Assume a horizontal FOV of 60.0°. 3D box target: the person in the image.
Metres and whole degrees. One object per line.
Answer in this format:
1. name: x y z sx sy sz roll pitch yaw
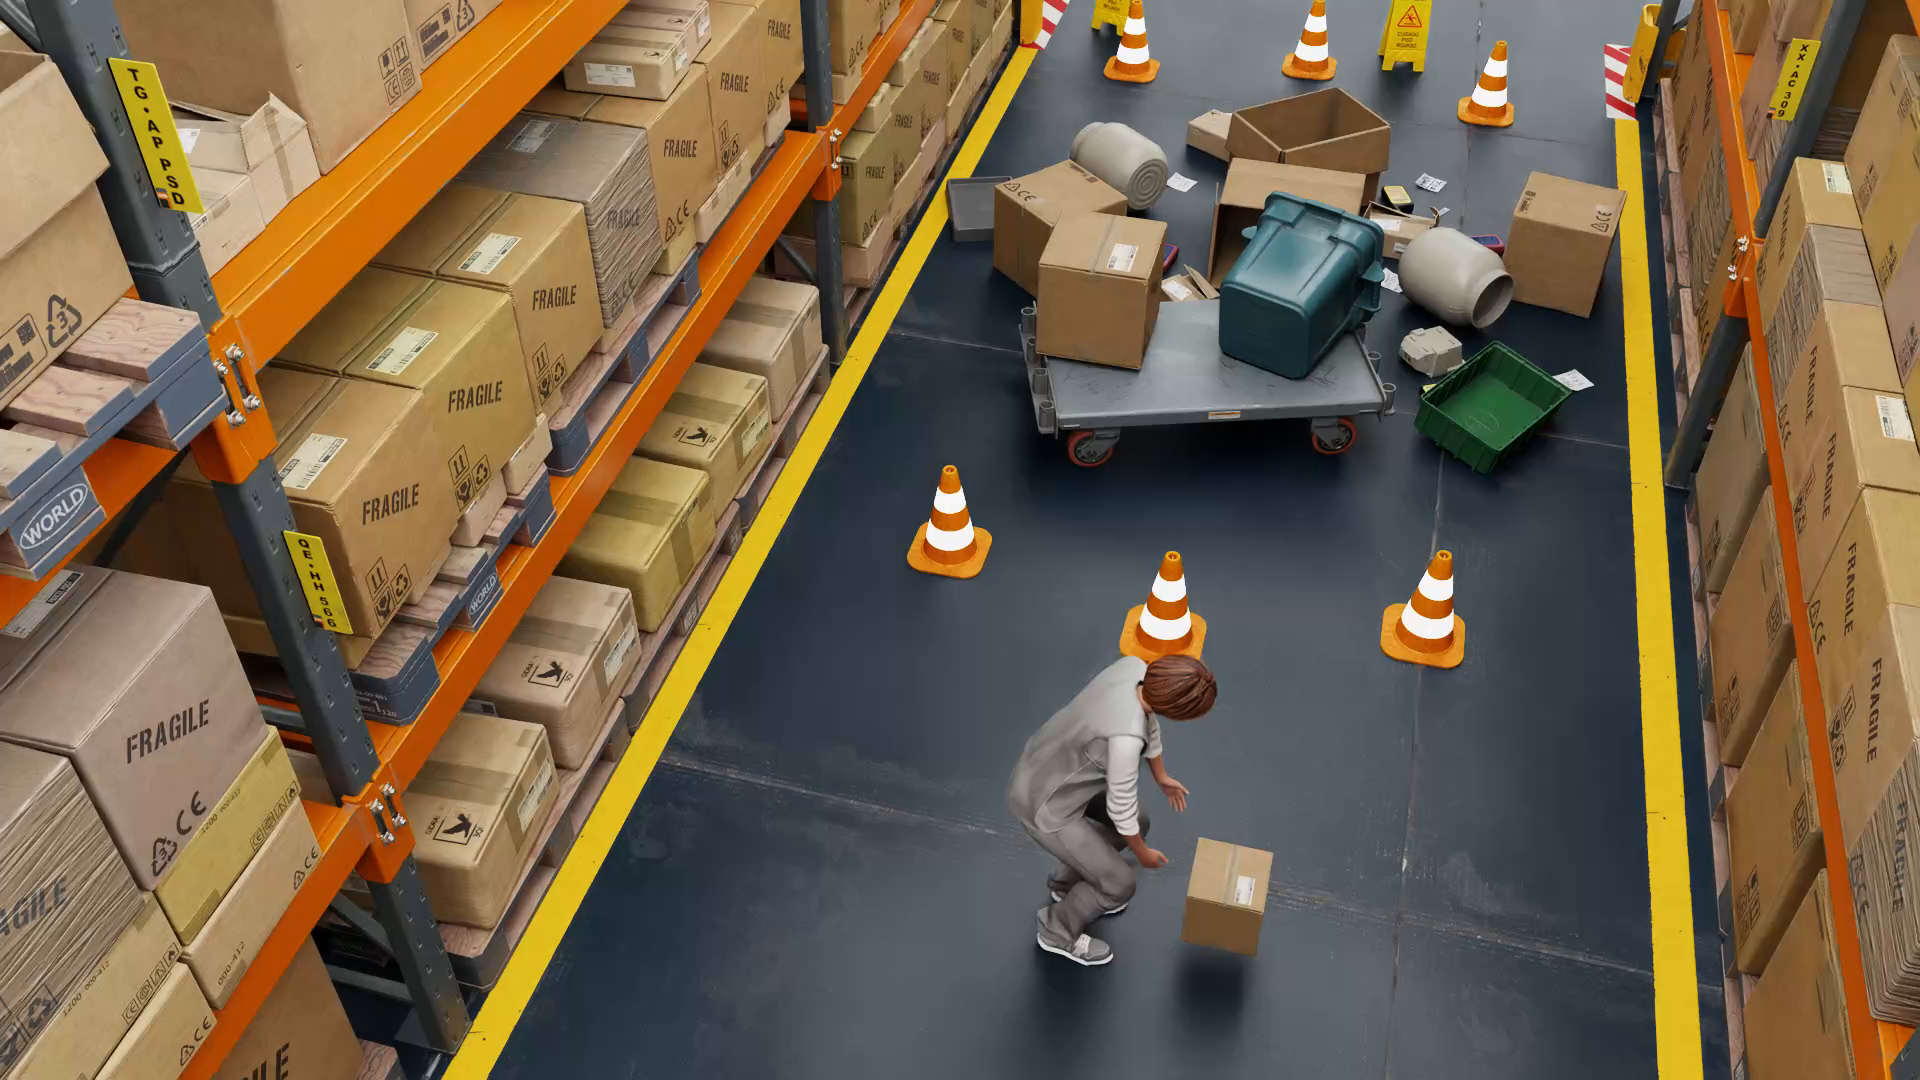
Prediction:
1. person: 0.480 0.873 5.448 0.671 1.252 0.463 10 43 11
